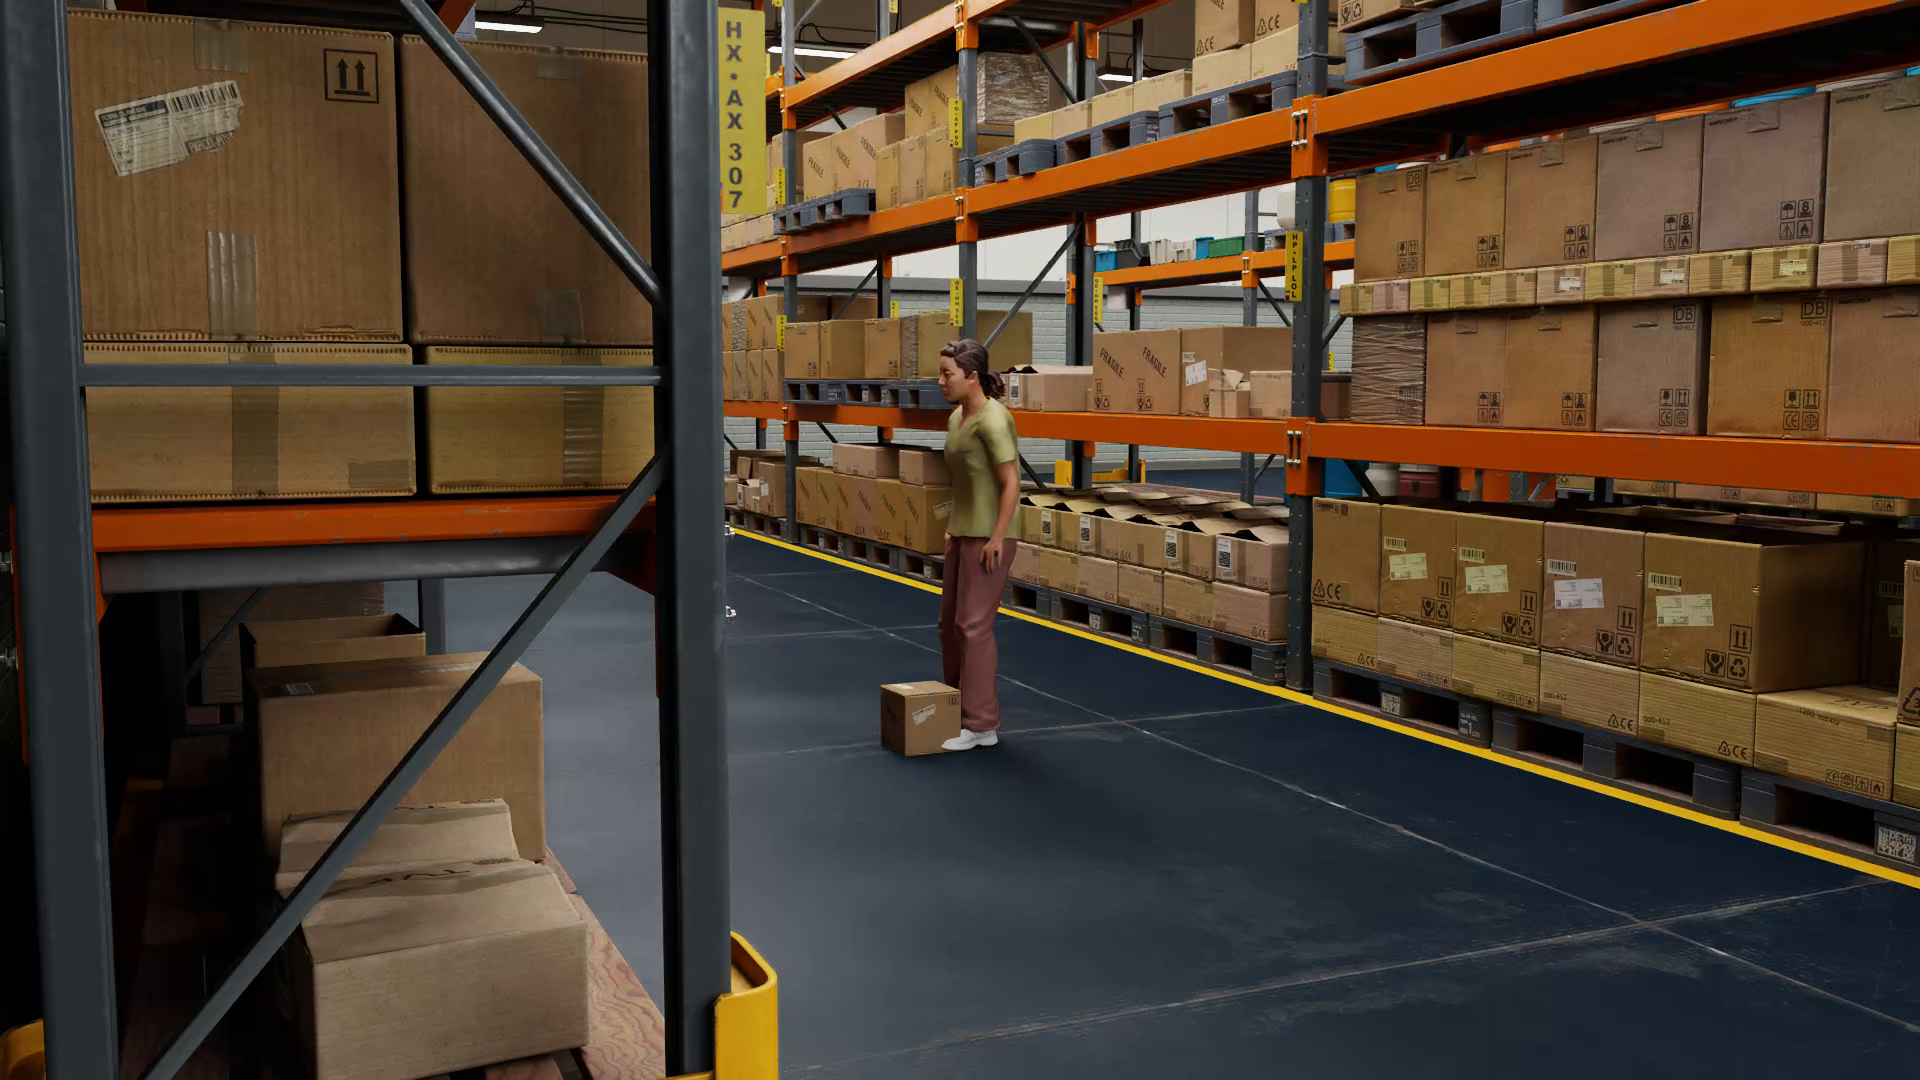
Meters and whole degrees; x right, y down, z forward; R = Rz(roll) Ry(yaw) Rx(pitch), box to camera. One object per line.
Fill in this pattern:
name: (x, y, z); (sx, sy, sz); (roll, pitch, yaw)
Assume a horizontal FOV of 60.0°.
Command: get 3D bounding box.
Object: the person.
person: (0.036, 0.011, 6.851); (0.407, 1.673, 0.498); (-2, 6, -23)
